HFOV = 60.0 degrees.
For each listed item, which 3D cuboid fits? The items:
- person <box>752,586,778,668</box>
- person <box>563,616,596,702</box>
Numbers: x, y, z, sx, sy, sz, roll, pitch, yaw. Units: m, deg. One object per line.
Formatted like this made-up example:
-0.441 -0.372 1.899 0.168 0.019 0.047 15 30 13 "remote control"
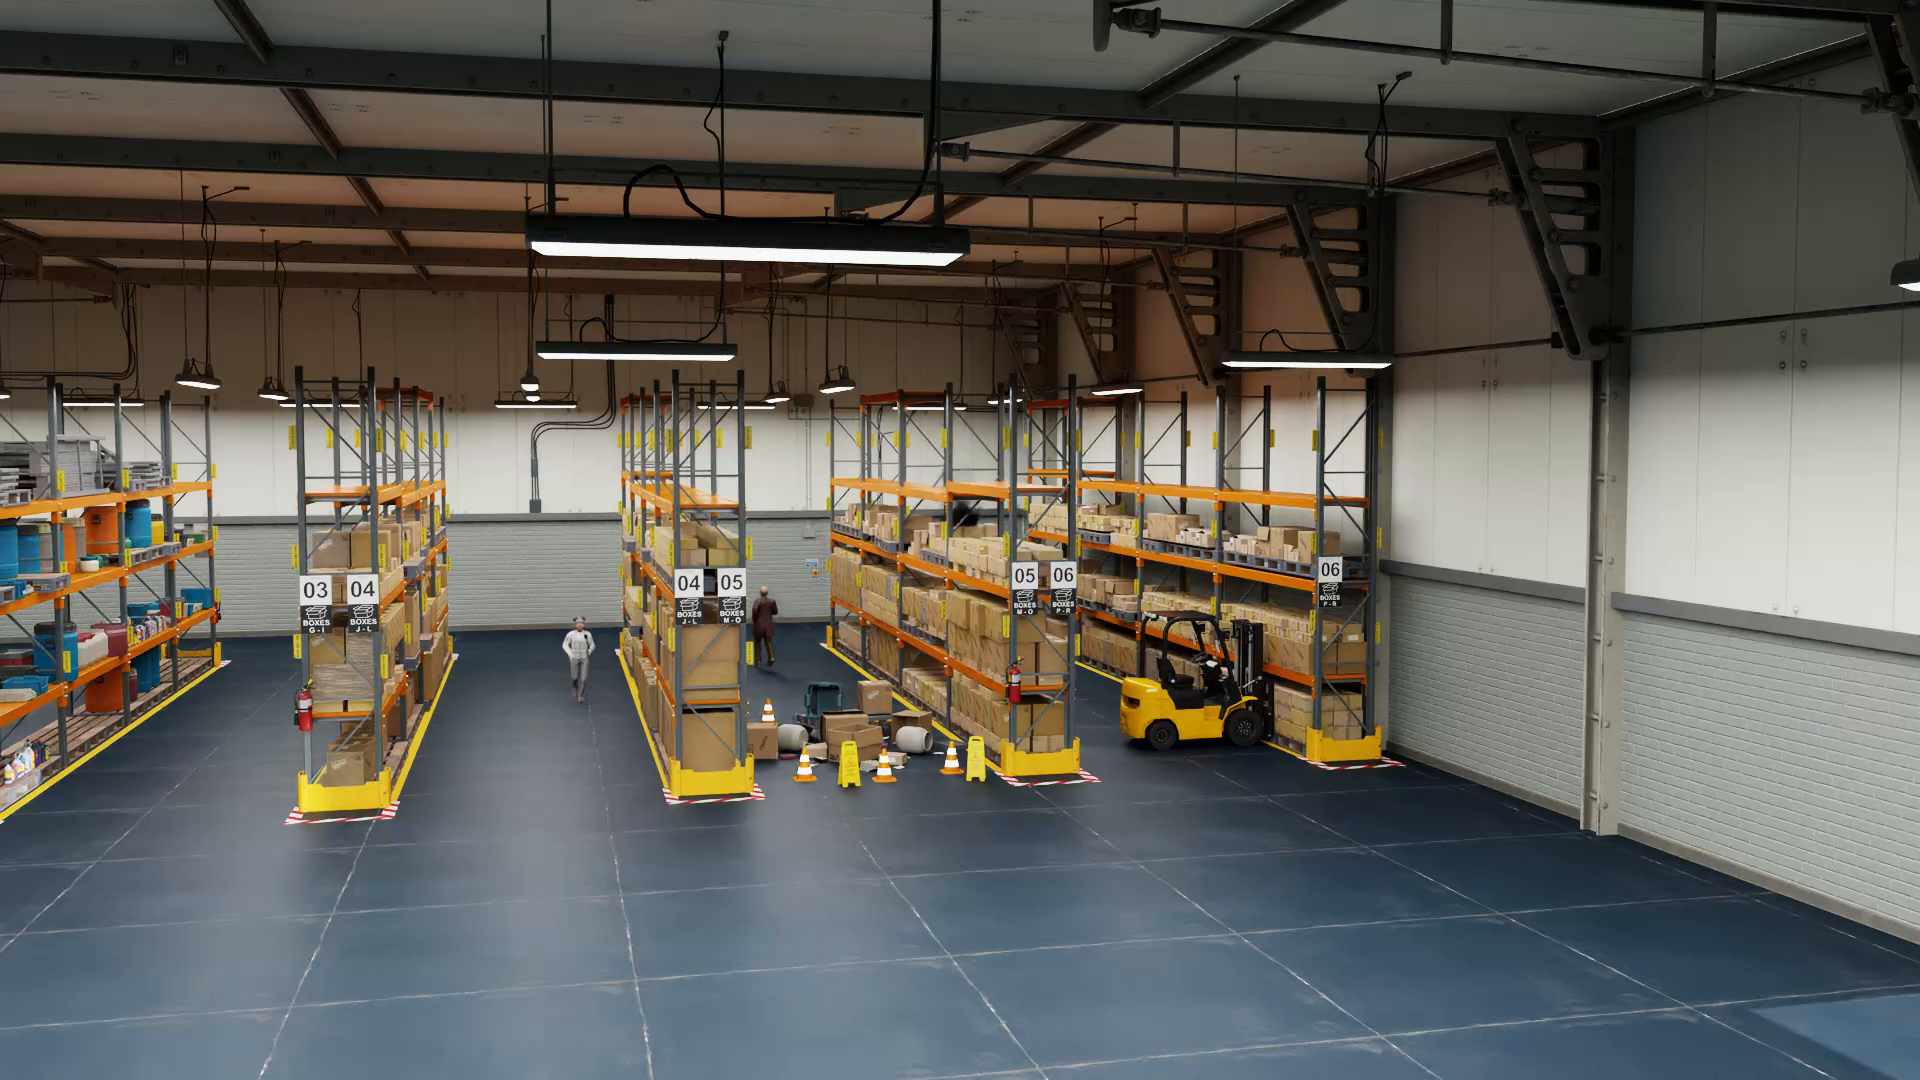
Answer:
-4.302 1.909 36.435 0.698 1.798 0.970 -2 4 -27 "person"
-7.273 2.275 31.817 0.611 1.651 0.561 -1 4 -18 "person"
